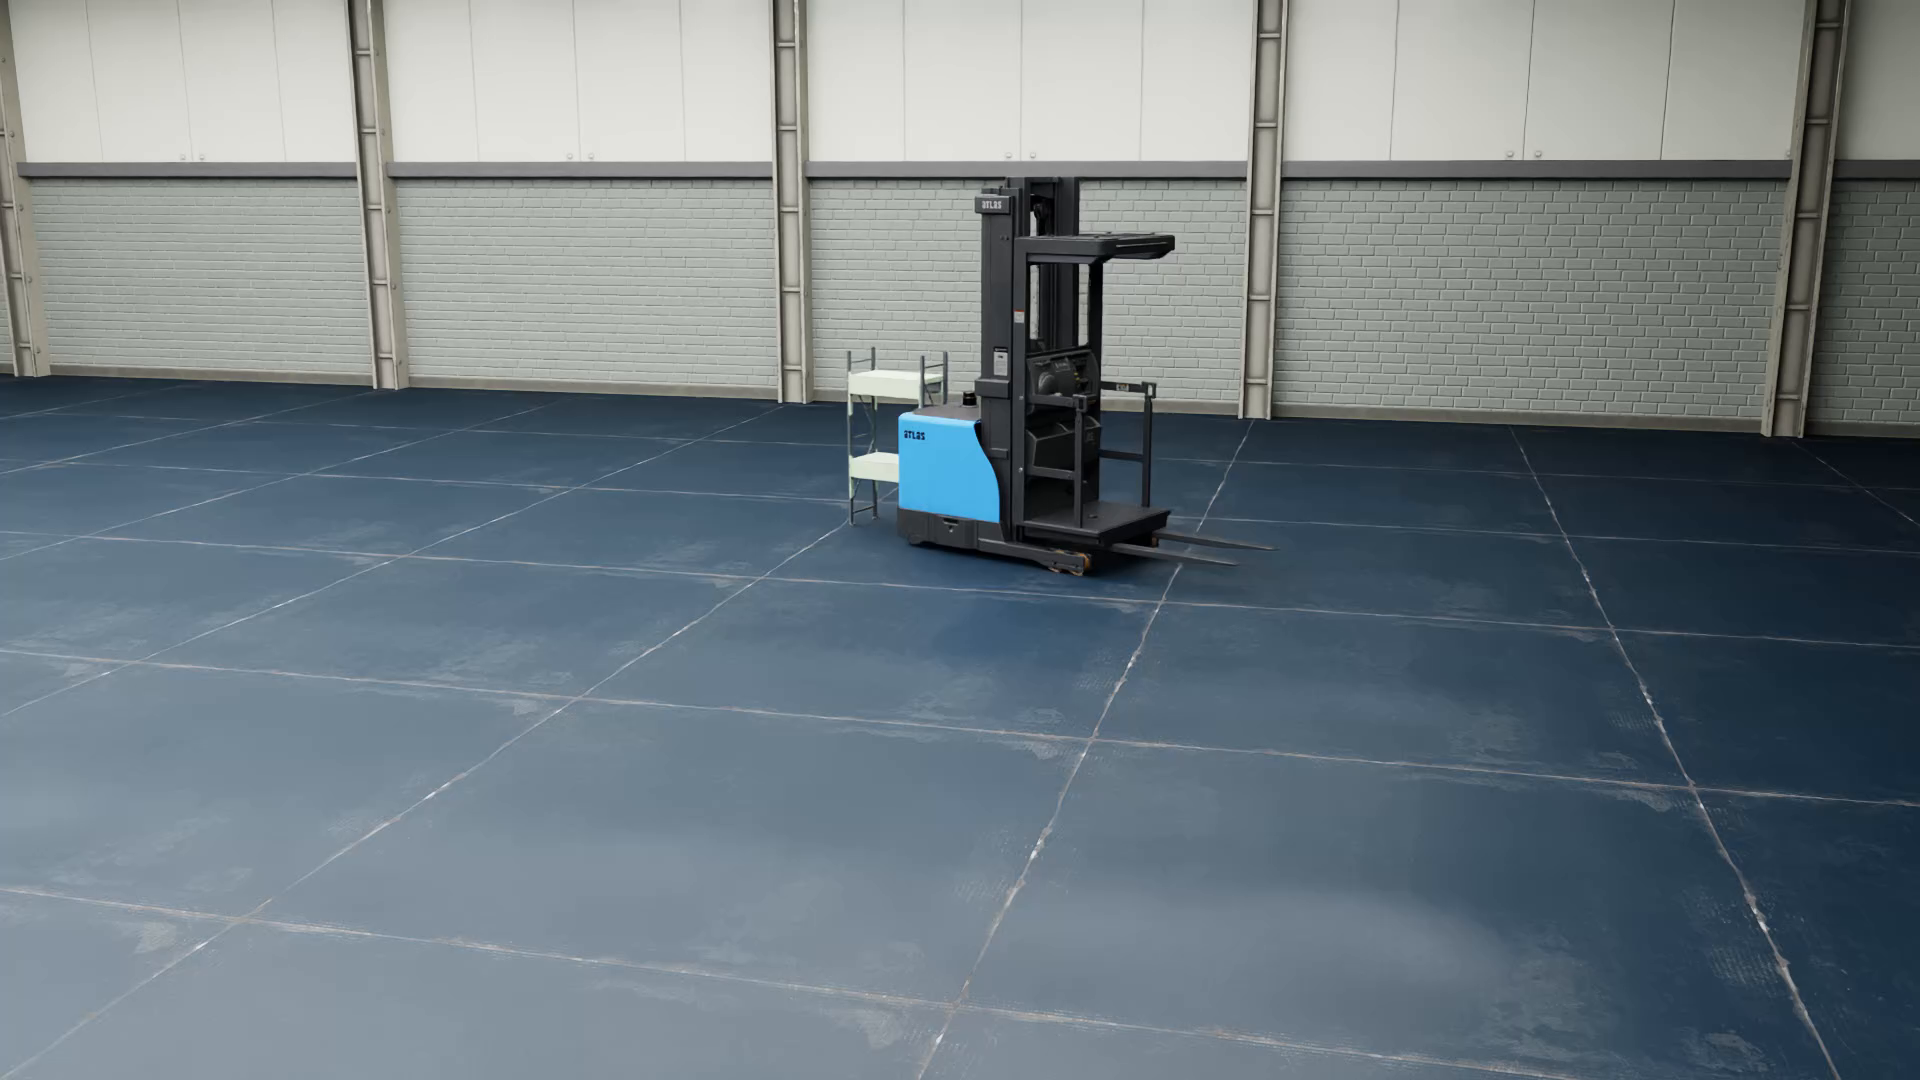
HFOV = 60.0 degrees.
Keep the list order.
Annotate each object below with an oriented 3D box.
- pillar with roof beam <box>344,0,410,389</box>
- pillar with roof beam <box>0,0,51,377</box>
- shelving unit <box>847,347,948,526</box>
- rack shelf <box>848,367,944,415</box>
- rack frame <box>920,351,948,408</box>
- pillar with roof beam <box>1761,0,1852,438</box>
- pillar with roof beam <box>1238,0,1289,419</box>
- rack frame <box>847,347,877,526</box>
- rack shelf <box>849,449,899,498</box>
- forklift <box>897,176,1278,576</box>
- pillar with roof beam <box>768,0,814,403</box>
[{"bbox_3d":[-9.026,-5.632,18.344,0.400,9.000,9.100,3,13,14],"label":"pillar with roof beam"},{"bbox_3d":[-14.851,-5.944,19.747,0.400,9.000,9.100,3,13,14],"label":"pillar with roof beam"},{"bbox_3d":[-0.528,-0.853,14.117,0.755,1.500,0.431,7,15,30],"label":"shelving unit"},{"bbox_3d":[-0.528,-1.234,14.033,0.720,0.370,0.431,7,15,30],"label":"rack shelf"},{"bbox_3d":[-0.215,-0.812,13.932,0.023,1.500,0.400,7,15,30],"label":"rack frame"},{"bbox_3d":[8.450,-4.698,14.133,0.400,9.000,9.100,3,13,14],"label":"pillar with roof beam"},{"bbox_3d":[2.625,-5.009,15.537,0.400,9.000,9.100,3,13,14],"label":"pillar with roof beam"},{"bbox_3d":[-0.841,-0.894,14.302,0.023,1.500,0.400,7,15,30],"label":"rack frame"},{"bbox_3d":[-0.528,-0.535,14.188,0.720,0.370,0.431,7,15,30],"label":"rack shelf"},{"bbox_3d":[0.972,-1.292,12.789,3.031,2.935,1.130,9,16,36],"label":"forklift"},{"bbox_3d":[-3.200,-5.321,16.940,0.400,9.000,9.100,3,13,14],"label":"pillar with roof beam"}]
